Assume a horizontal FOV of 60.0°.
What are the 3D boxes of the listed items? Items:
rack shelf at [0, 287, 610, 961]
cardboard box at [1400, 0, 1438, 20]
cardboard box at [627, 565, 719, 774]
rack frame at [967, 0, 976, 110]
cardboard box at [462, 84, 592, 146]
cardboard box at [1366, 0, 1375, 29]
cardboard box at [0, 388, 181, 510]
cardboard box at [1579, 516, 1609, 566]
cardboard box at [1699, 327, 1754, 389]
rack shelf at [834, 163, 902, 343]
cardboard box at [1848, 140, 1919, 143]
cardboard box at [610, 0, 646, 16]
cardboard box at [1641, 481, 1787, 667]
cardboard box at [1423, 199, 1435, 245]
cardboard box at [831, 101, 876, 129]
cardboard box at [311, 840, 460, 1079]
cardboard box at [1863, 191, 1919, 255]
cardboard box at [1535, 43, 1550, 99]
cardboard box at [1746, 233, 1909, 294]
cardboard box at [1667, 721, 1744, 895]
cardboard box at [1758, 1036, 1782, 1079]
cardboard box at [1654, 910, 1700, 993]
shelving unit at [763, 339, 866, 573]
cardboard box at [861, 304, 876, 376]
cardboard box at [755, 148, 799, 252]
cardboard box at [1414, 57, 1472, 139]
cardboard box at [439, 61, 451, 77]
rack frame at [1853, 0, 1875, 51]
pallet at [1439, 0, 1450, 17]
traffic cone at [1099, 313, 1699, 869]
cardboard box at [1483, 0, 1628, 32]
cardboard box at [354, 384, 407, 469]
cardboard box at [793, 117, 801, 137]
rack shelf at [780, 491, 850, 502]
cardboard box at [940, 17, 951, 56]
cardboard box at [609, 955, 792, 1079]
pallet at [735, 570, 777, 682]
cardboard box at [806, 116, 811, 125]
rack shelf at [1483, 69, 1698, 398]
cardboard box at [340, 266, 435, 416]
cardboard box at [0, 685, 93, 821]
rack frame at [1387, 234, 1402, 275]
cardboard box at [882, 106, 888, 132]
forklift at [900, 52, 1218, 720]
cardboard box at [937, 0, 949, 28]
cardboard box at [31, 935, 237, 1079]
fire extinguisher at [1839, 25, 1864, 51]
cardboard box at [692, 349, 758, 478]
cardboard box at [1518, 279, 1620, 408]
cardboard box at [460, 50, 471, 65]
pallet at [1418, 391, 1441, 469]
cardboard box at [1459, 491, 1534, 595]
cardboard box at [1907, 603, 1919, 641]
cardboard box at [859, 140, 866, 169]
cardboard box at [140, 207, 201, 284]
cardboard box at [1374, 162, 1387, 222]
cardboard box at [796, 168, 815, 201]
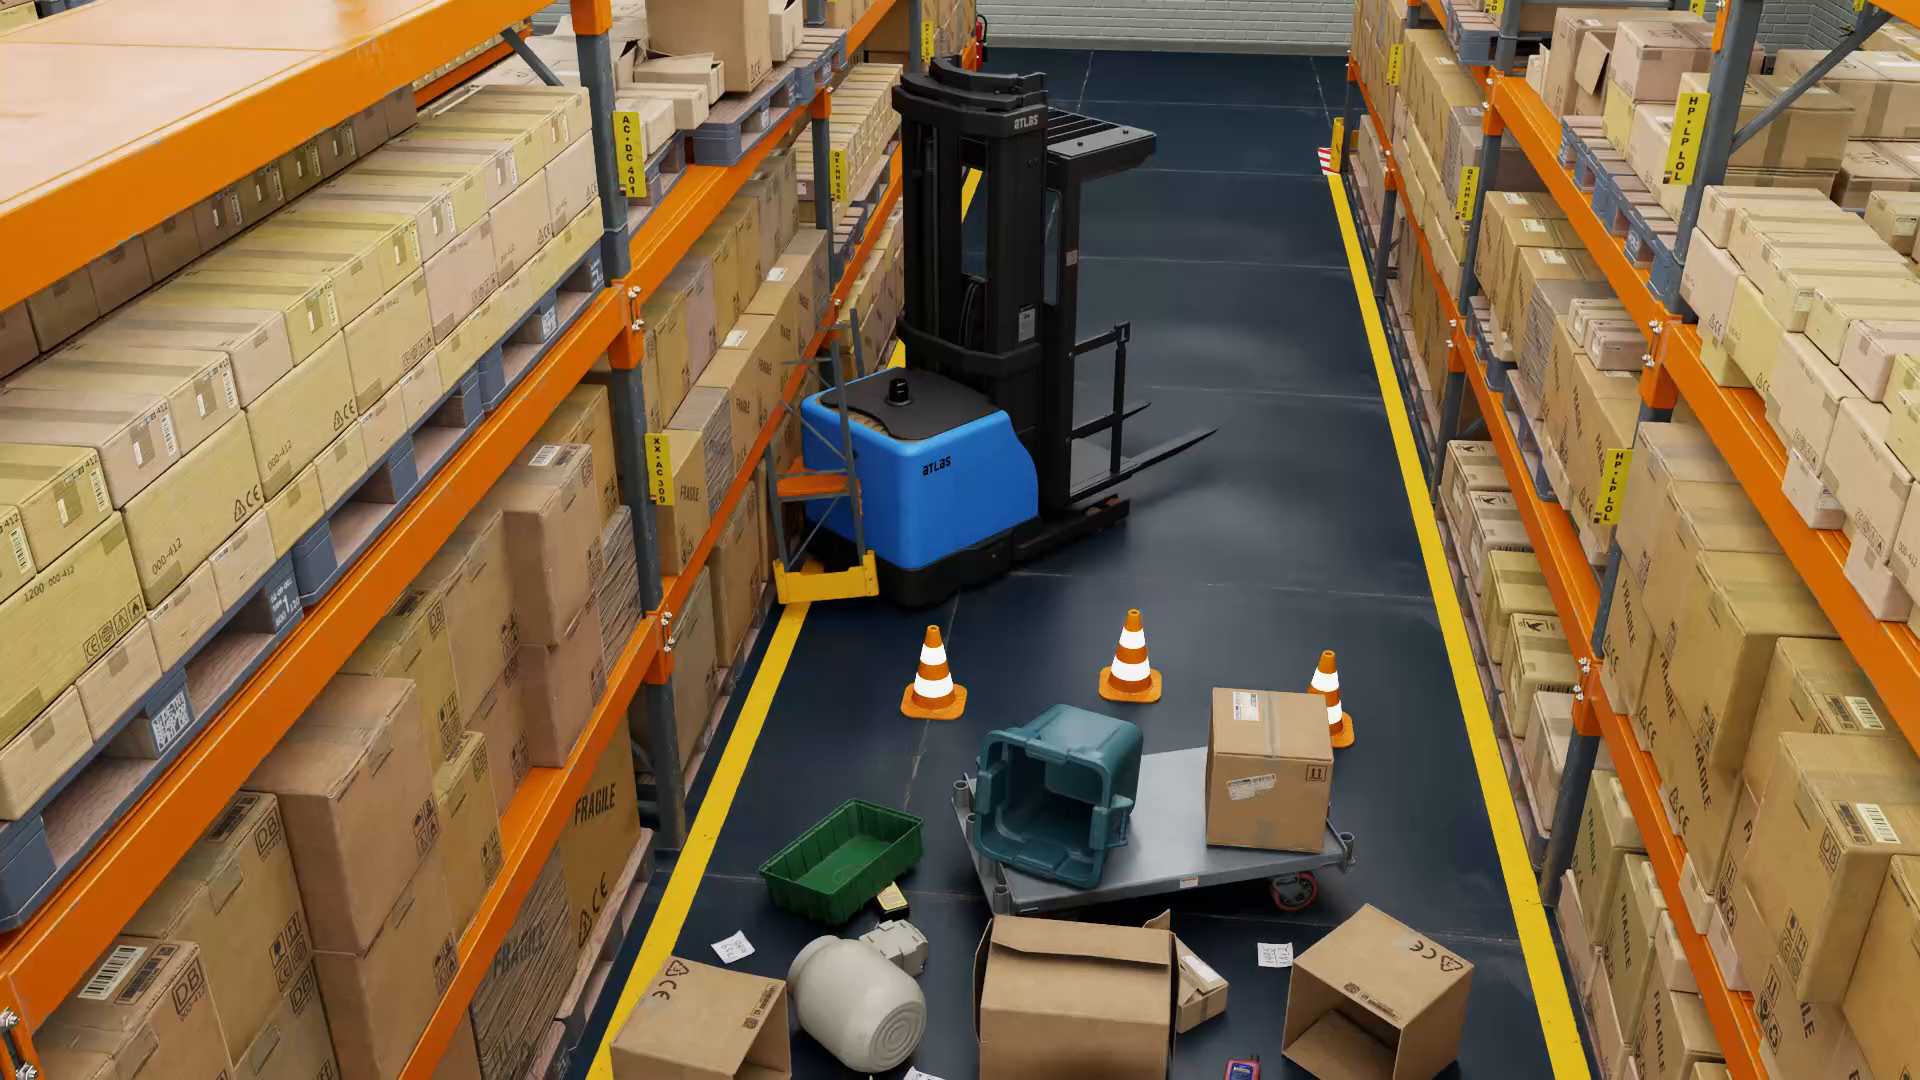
[{"bbox_3d":[-2.047,-0.088,4.857,0.919,0.052,3.809,3,28,6],"label":"rack shelf"},{"bbox_3d":[3.825,-4.367,13.641,0.380,0.149,0.250,3,28,5],"label":"cardboard box"},{"bbox_3d":[-1.815,0.600,8.194,1.050,0.750,0.750,3,28,6],"label":"cardboard box"},{"bbox_3d":[-0.331,-5.556,17.693,1.000,3.000,0.127,3,28,6],"label":"rack frame"},{"bbox_3d":[-1.530,-1.507,5.890,0.380,0.149,0.250,3,28,6],"label":"cardboard box"},{"bbox_3d":[4.140,-5.105,15.695,0.500,0.500,0.500,3,28,6],"label":"cardboard box"},{"bbox_3d":[-1.872,-0.192,3.449,0.380,0.149,0.250,3,28,5],"label":"cardboard box"},{"bbox_3d":[2.912,0.000,7.202,0.380,0.149,0.250,4,29,7],"label":"cardboard box"},{"bbox_3d":[2.752,-0.625,5.642,0.380,0.149,0.250,3,28,6],"label":"cardboard box"},{"bbox_3d":[-1.067,-2.415,12.621,1.077,0.370,4.000,3,28,6],"label":"rack shelf"},{"bbox_3d":[3.654,-1.598,6.898,0.500,0.250,0.500,3,28,6],"label":"cardboard box"},{"bbox_3d":[-1.680,-2.710,8.858,0.500,0.250,0.500,4,29,8],"label":"cardboard box"},{"bbox_3d":[2.770,0.151,5.626,0.700,0.500,0.500,4,29,6],"label":"cardboard box"},{"bbox_3d":[3.542,-2.215,11.649,0.500,0.250,0.500,3,28,6],"label":"cardboard box"},{"bbox_3d":[-0.837,-3.196,12.507,0.380,0.149,0.250,2,28,4],"label":"cardboard box"},{"bbox_3d":[-2.052,1.215,4.965,0.875,0.550,0.550,3,28,6],"label":"cardboard box"},{"bbox_3d":[3.301,-1.067,5.621,0.380,0.149,0.250,4,29,7],"label":"cardboard box"},{"bbox_3d":[3.375,-2.553,9.098,0.396,0.266,0.258,3,28,6],"label":"cardboard box"},{"bbox_3d":[2.717,-0.851,5.222,0.380,0.149,0.250,2,28,5],"label":"cardboard box"},{"bbox_3d":[2.680,0.822,5.436,0.500,0.500,0.500,3,28,6],"label":"cardboard box"},{"bbox_3d":[2.554,1.531,4.802,0.380,0.149,0.250,3,28,6],"label":"cardboard box"},{"bbox_3d":[2.617,1.429,5.709,0.380,0.149,0.250,5,29,9],"label":"cardboard box"},{"bbox_3d":[-0.822,-0.516,9.871,0.500,1.500,0.985,-5,17,4],"label":"shelving unit"},{"bbox_3d":[-0.914,-1.430,12.227,0.500,0.500,0.500,4,29,7],"label":"cardboard box"},{"bbox_3d":[-1.377,-2.064,10.051,0.700,0.500,0.500,3,28,6],"label":"cardboard box"},{"bbox_3d":[3.666,-3.250,12.253,0.500,0.500,0.500,3,28,5],"label":"cardboard box"},{"bbox_3d":[-5.207,-4.629,16.236,0.380,0.149,0.250,4,29,7],"label":"cardboard box"},{"bbox_3d":[9.520,-5.030,16.715,1.000,3.000,0.127,3,28,6],"label":"rack frame"},{"bbox_3d":[3.774,-3.621,11.137,1.003,0.211,1.213,5,29,9],"label":"pallet"},{"bbox_3d":[2.189,-0.037,7.651,3.046,2.808,1.723,3,28,6],"label":"traffic cone"},{"bbox_3d":[3.510,-3.288,9.768,0.797,0.503,0.637,2,28,3],"label":"cardboard box"},{"bbox_3d":[-1.747,-0.320,4.528,0.380,0.149,0.250,4,29,7],"label":"cardboard box"},{"bbox_3d":[-1.449,-3.227,12.878,0.380,0.149,0.250,4,29,8],"label":"cardboard box"},{"bbox_3d":[-0.805,-0.389,9.944,0.416,0.036,0.922,-5,17,4],"label":"rack shelf"},{"bbox_3d":[-0.360,-4.535,15.379,0.500,0.500,0.500,3,28,5],"label":"cardboard box"},{"bbox_3d":[-0.973,1.982,6.333,0.500,0.500,0.500,8,29,15],"label":"cardboard box"},{"bbox_3d":[-1.635,0.376,9.621,1.003,0.211,1.213,3,28,6],"label":"pallet"},{"bbox_3d":[-1.389,-3.341,13.403,0.380,0.149,0.250,4,29,7],"label":"cardboard box"},{"bbox_3d":[3.368,-1.613,7.969,1.077,0.370,4.000,3,28,6],"label":"rack shelf"},{"bbox_3d":[-1.794,-0.564,4.560,0.500,0.250,0.500,3,28,6],"label":"cardboard box"},{"bbox_3d":[-1.932,0.394,3.203,0.380,0.149,0.250,4,29,7],"label":"cardboard box"},{"bbox_3d":[4.107,-3.433,13.752,0.949,2.616,0.053,3,28,6],"label":"rack frame"},{"bbox_3d":[-0.768,-3.310,13.032,0.380,0.149,0.250,2,28,5],"label":"cardboard box"},{"bbox_3d":[0.515,-1.221,9.717,3.733,2.935,2.033,-24,36,-37],"label":"forklift"},{"bbox_3d":[-0.384,-4.967,15.126,0.500,0.500,0.500,4,29,7],"label":"cardboard box"},{"bbox_3d":[-2.208,1.261,3.742,0.875,0.550,0.550,3,28,6],"label":"cardboard box"},{"bbox_3d":[9.080,-4.927,17.000,0.296,0.674,0.183,3,28,6],"label":"fire extinguisher"},{"bbox_3d":[-1.345,-0.657,8.493,0.500,0.500,0.500,3,28,6],"label":"cardboard box"},{"bbox_3d":[3.144,-0.981,8.339,0.500,0.500,0.500,2,28,4],"label":"cardboard box"},{"bbox_3d":[-5.146,-4.875,16.694,0.384,0.149,0.255,4,29,8],"label":"cardboard box"},{"bbox_3d":[3.785,-0.690,11.600,1.003,0.211,1.213,3,28,6],"label":"pallet"},{"bbox_3d":[3.452,0.035,9.643,0.950,0.372,0.625,3,28,5],"label":"cardboard box"},{"bbox_3d":[2.584,0.220,4.074,0.380,0.149,0.250,3,28,5],"label":"cardboard box"},{"bbox_3d":[-0.897,-2.818,12.119,0.380,0.149,0.250,3,28,6],"label":"cardboard box"},{"bbox_3d":[-2.370,-0.830,4.633,0.380,0.149,0.250,3,28,6],"label":"cardboard box"},{"bbox_3d":[4.396,-3.201,15.580,0.875,0.438,0.875,3,28,5],"label":"cardboard box"},{"bbox_3d":[-1.062,-2.335,10.909,0.380,0.149,0.250,3,28,6],"label":"cardboard box"}]
